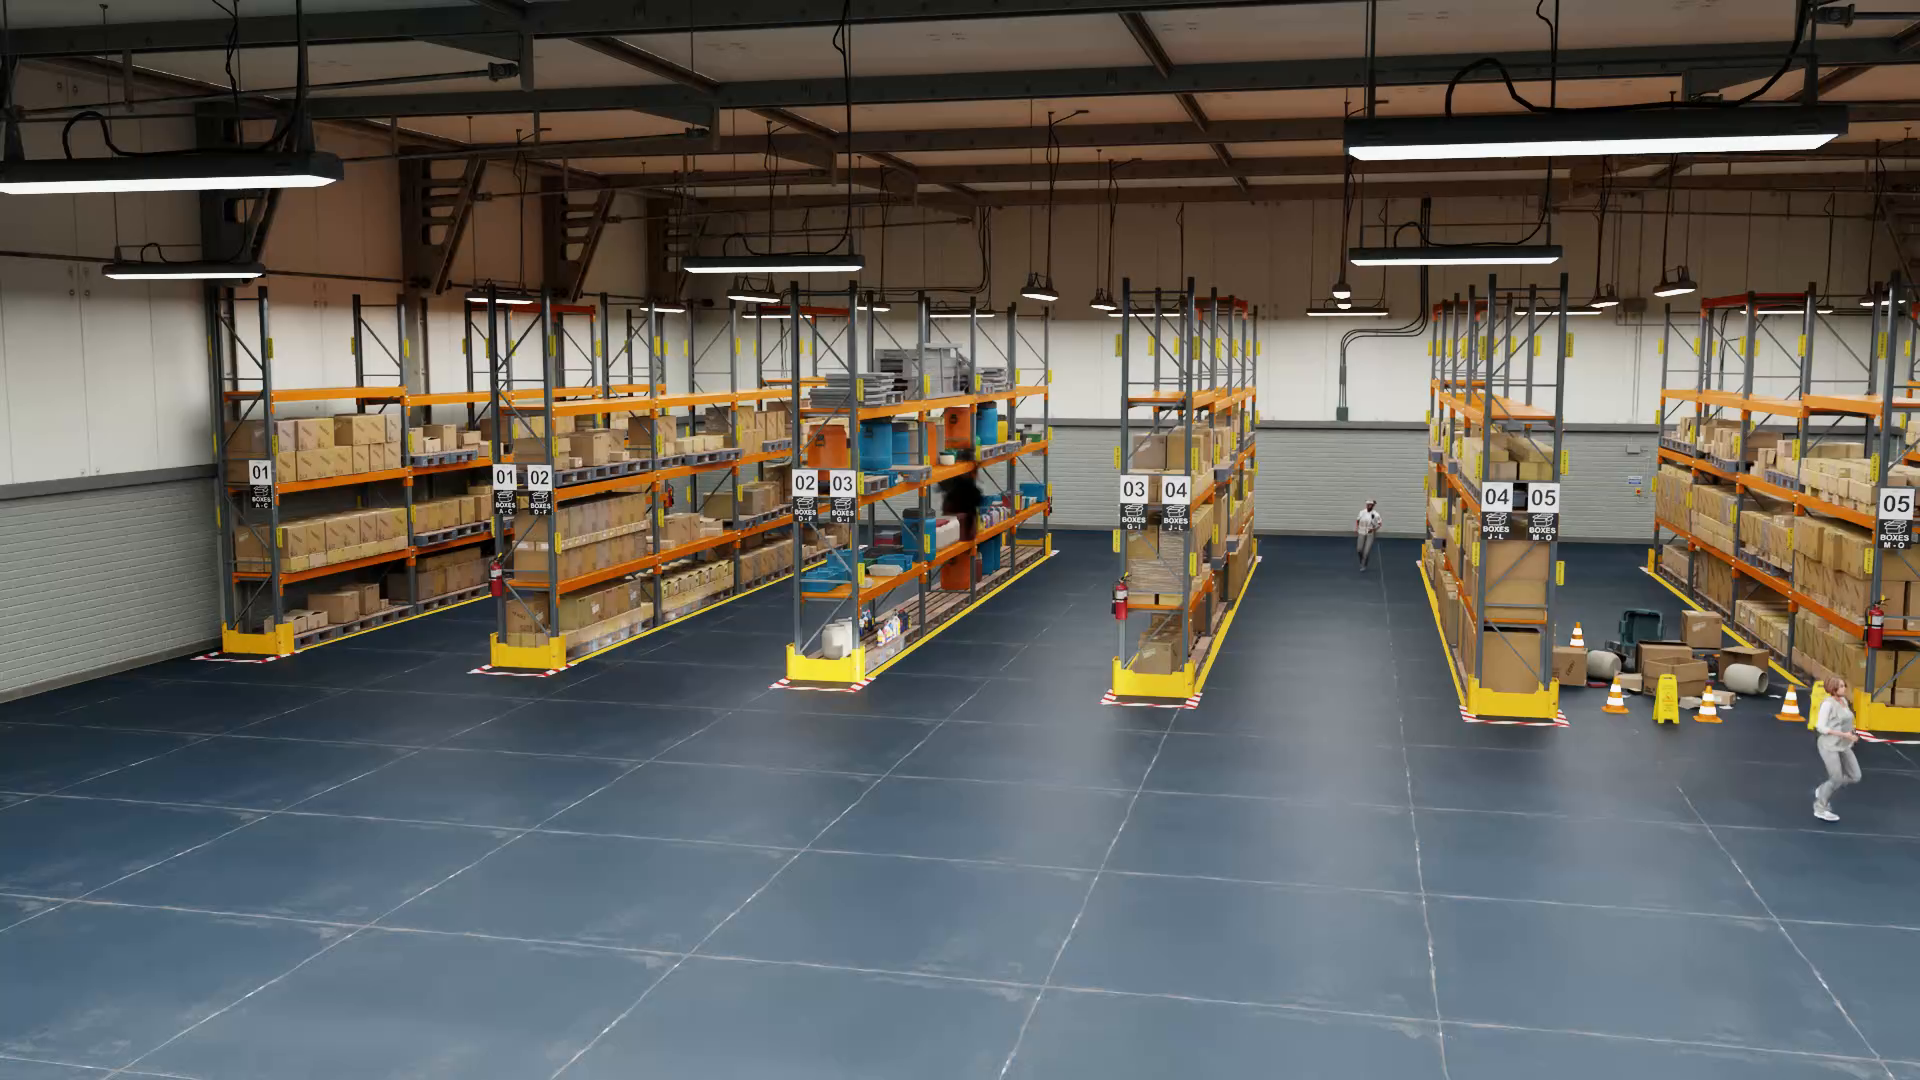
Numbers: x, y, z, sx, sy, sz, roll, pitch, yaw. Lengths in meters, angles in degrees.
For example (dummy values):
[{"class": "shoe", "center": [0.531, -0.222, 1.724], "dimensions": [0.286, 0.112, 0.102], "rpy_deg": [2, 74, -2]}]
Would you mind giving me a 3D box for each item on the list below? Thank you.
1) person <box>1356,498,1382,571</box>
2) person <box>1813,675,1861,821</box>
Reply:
[{"class": "person", "center": [9.192, -0.121, 37.504], "dimensions": [0.608, 1.658, 0.502], "rpy_deg": [3, 7, 27]}, {"class": "person", "center": [9.300, 2.211, 17.578], "dimensions": [0.526, 1.556, 0.528], "rpy_deg": [-4, 8, -30]}]
